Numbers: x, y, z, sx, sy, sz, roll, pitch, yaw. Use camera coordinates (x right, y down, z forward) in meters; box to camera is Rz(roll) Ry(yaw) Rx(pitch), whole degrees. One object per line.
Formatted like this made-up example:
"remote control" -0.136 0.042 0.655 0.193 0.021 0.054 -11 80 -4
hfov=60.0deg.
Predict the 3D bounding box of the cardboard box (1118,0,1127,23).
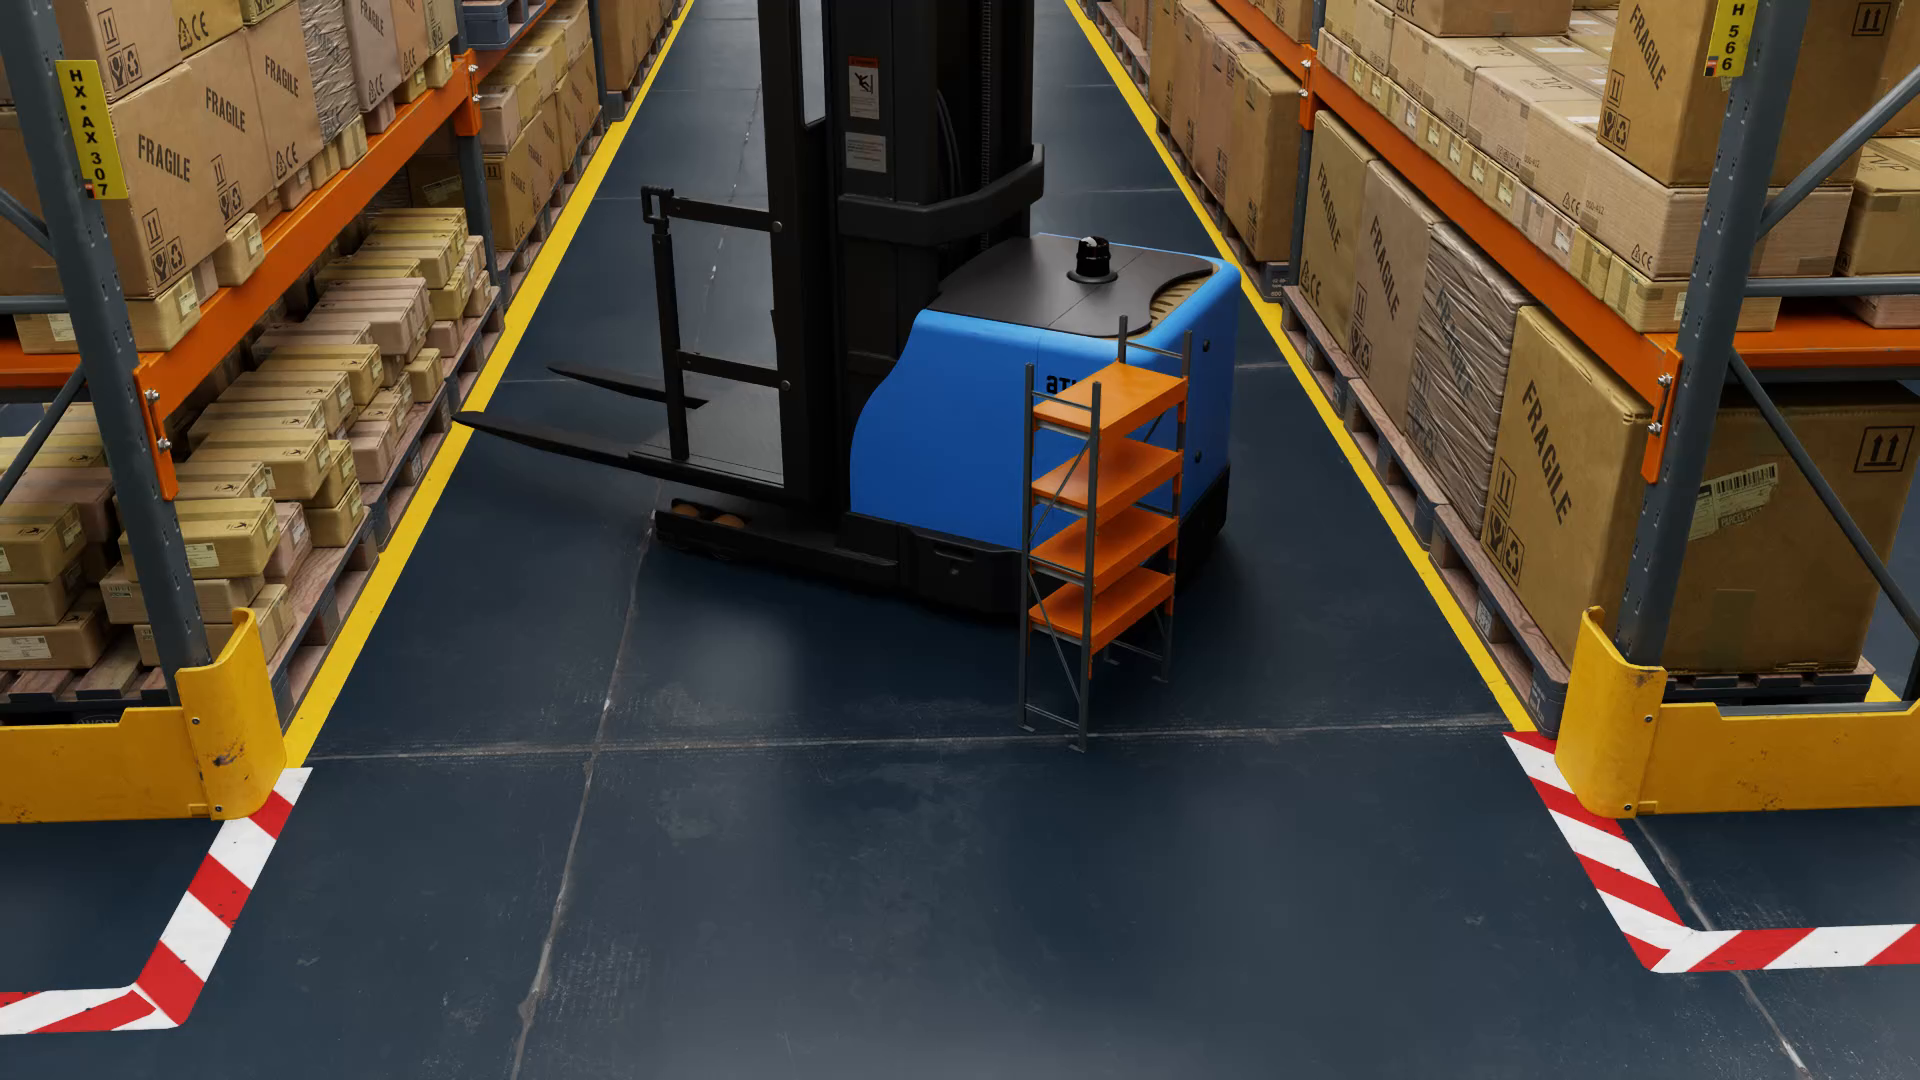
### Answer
"cardboard box" 1.759 -4.763 14.367 0.700 0.500 0.500 -2 28 -3

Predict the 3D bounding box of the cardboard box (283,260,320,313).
"cardboard box" -2.934 -1.072 7.046 0.380 0.149 0.250 -2 28 -4

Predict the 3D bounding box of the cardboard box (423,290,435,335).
"cardboard box" -2.492 -0.964 7.162 0.380 0.149 0.250 -1 28 -2

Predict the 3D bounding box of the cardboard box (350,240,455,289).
"cardboard box" -2.447 -1.210 7.312 0.380 0.149 0.250 -2 28 -3

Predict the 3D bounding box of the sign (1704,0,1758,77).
"sign" 1.826 -1.252 3.898 0.100 0.325 0.005 -1 28 -3

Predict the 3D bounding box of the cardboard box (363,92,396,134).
"cardboard box" -2.441 -1.691 6.520 0.380 0.149 0.250 -3 28 -5

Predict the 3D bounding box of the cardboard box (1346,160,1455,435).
"cardboard box" 2.161 -1.009 6.784 0.875 0.875 0.875 -1 28 -3

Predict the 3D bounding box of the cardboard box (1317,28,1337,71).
"cardboard box" 1.843 -2.231 7.556 0.380 0.149 0.250 -1 28 -3

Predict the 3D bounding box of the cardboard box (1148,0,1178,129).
"cardboard box" 1.966 -3.259 11.099 1.225 0.875 0.875 -3 28 -5

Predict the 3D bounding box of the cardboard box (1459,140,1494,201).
"cardboard box" 1.952 -1.276 5.725 0.380 0.149 0.250 -1 28 -2

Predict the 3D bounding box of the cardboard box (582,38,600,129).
"cardboard box" -2.712 -3.041 11.087 0.500 0.500 0.500 -2 28 -3

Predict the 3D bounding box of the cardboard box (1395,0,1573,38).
"cardboard box" 1.979 -2.190 6.234 0.500 0.500 0.500 -2 28 -4

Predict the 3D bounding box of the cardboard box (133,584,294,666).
"cardboard box" -2.298 0.261 5.134 0.380 0.149 0.250 -1 28 -2

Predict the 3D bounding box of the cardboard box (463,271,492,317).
"cardboard box" -2.438 -1.163 7.865 0.380 0.149 0.250 -1 28 -2

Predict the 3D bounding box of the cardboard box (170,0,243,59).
"cardboard box" -2.381 -1.633 4.626 0.500 0.500 0.500 -1 28 -1

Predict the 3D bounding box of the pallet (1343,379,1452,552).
"pallet" 2.188 -0.333 6.660 1.003 0.211 1.213 -1 28 -3

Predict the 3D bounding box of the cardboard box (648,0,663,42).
"cardboard box" -3.048 -4.567 13.741 1.050 0.750 0.750 -1 28 -3

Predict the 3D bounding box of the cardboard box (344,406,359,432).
"cardboard box" -2.489 -0.473 6.221 0.380 0.149 0.250 0 28 0

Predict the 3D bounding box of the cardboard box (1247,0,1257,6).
"cardboard box" 1.809 -3.211 9.054 0.500 0.500 0.500 -2 28 -3

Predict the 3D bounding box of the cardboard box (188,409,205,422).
"cardboard box" -2.966 -0.455 6.186 0.380 0.149 0.250 0 28 0

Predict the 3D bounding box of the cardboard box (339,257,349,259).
"cardboard box" -2.997 -1.178 7.572 0.380 0.149 0.250 -1 28 -2

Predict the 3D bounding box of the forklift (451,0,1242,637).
"forklift" -0.558 -1.427 5.817 3.031 2.935 1.130 13 30 23

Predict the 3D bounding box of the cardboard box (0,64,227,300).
"cardboard box" -2.337 -0.957 4.411 0.500 0.500 0.500 0 28 0

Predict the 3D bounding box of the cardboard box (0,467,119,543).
"cardboard box" -2.826 -0.108 5.200 0.380 0.149 0.250 -1 28 -2

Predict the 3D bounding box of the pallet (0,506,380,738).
"pallet" -2.601 0.259 5.526 1.003 0.211 1.213 -1 28 -3

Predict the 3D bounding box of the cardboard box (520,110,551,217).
"cardboard box" -2.602 -2.084 9.250 0.500 0.500 0.500 0 28 0

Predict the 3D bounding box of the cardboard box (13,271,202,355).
"cardboard box" -2.279 -0.613 4.453 0.380 0.149 0.250 -2 28 -3

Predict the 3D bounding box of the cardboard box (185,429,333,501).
"cardboard box" -2.298 -0.247 5.465 0.380 0.149 0.250 -1 28 -3

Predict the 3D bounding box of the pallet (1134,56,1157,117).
"pallet" 1.912 -3.459 12.653 1.003 0.211 1.213 -1 28 -3

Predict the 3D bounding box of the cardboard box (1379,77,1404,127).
"cardboard box" 1.900 -1.749 6.630 0.380 0.149 0.250 -2 28 -3

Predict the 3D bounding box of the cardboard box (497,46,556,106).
"cardboard box" -2.626 -2.653 9.532 0.500 0.250 0.500 0 28 -1

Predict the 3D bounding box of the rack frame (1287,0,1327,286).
"rack frame" 2.160 -2.487 7.775 1.000 3.000 0.127 -1 28 -3

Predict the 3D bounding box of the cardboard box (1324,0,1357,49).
"cardboard box" 1.923 -2.329 7.313 0.500 0.250 0.500 -2 28 -4

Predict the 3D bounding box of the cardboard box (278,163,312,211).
"cardboard box" -2.419 -1.212 5.601 0.380 0.149 0.250 -2 28 -4

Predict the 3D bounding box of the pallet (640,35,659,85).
"pallet" -3.034 -3.953 13.600 1.003 0.211 1.213 -1 28 -3

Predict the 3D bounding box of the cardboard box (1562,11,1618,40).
"cardboard box" 2.501 -1.880 6.452 0.500 0.250 0.500 -1 28 -2

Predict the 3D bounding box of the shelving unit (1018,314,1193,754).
"shelving unit" 0.427 -0.013 4.977 0.258 1.200 0.503 19 33 32

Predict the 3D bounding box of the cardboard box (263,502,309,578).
"cardboard box" -2.319 0.003 5.307 0.380 0.149 0.250 -2 28 -3

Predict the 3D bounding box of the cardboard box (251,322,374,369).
"cardboard box" -2.475 -0.724 6.380 0.380 0.149 0.250 -1 28 -3

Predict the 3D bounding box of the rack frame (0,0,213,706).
"rack frame" -2.590 -0.567 4.093 1.000 3.000 0.127 -1 28 -3

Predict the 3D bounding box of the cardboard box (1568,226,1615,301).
"cardboard box" 2.006 -0.805 4.821 0.380 0.149 0.250 -1 28 -2

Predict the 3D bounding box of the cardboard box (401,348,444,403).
"cardboard box" -2.384 -0.685 6.949 0.380 0.149 0.250 -1 28 -3

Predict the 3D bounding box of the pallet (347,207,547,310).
"pallet" -2.841 -1.537 8.969 1.003 0.211 1.213 -1 28 -3

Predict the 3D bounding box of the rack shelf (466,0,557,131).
"rack shelf" -2.903 -3.019 9.572 1.077 0.370 4.000 -1 28 -3

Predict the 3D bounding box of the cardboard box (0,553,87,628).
"cardboard box" -2.902 0.142 5.040 0.380 0.149 0.250 -2 28 -4

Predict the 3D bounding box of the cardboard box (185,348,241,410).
"cardboard box" -2.890 -0.593 6.129 0.380 0.149 0.250 -2 28 -4

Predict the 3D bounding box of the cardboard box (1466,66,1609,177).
"cardboard box" 2.025 -1.392 5.516 0.500 0.250 0.500 -2 28 -4

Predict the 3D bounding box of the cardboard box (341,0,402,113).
"cardboard box" -2.441 -1.904 6.227 0.500 0.500 0.500 -2 28 -3

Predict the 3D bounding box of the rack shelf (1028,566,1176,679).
"rack shelf" 0.427 0.223 5.100 0.258 0.148 0.480 19 33 32
